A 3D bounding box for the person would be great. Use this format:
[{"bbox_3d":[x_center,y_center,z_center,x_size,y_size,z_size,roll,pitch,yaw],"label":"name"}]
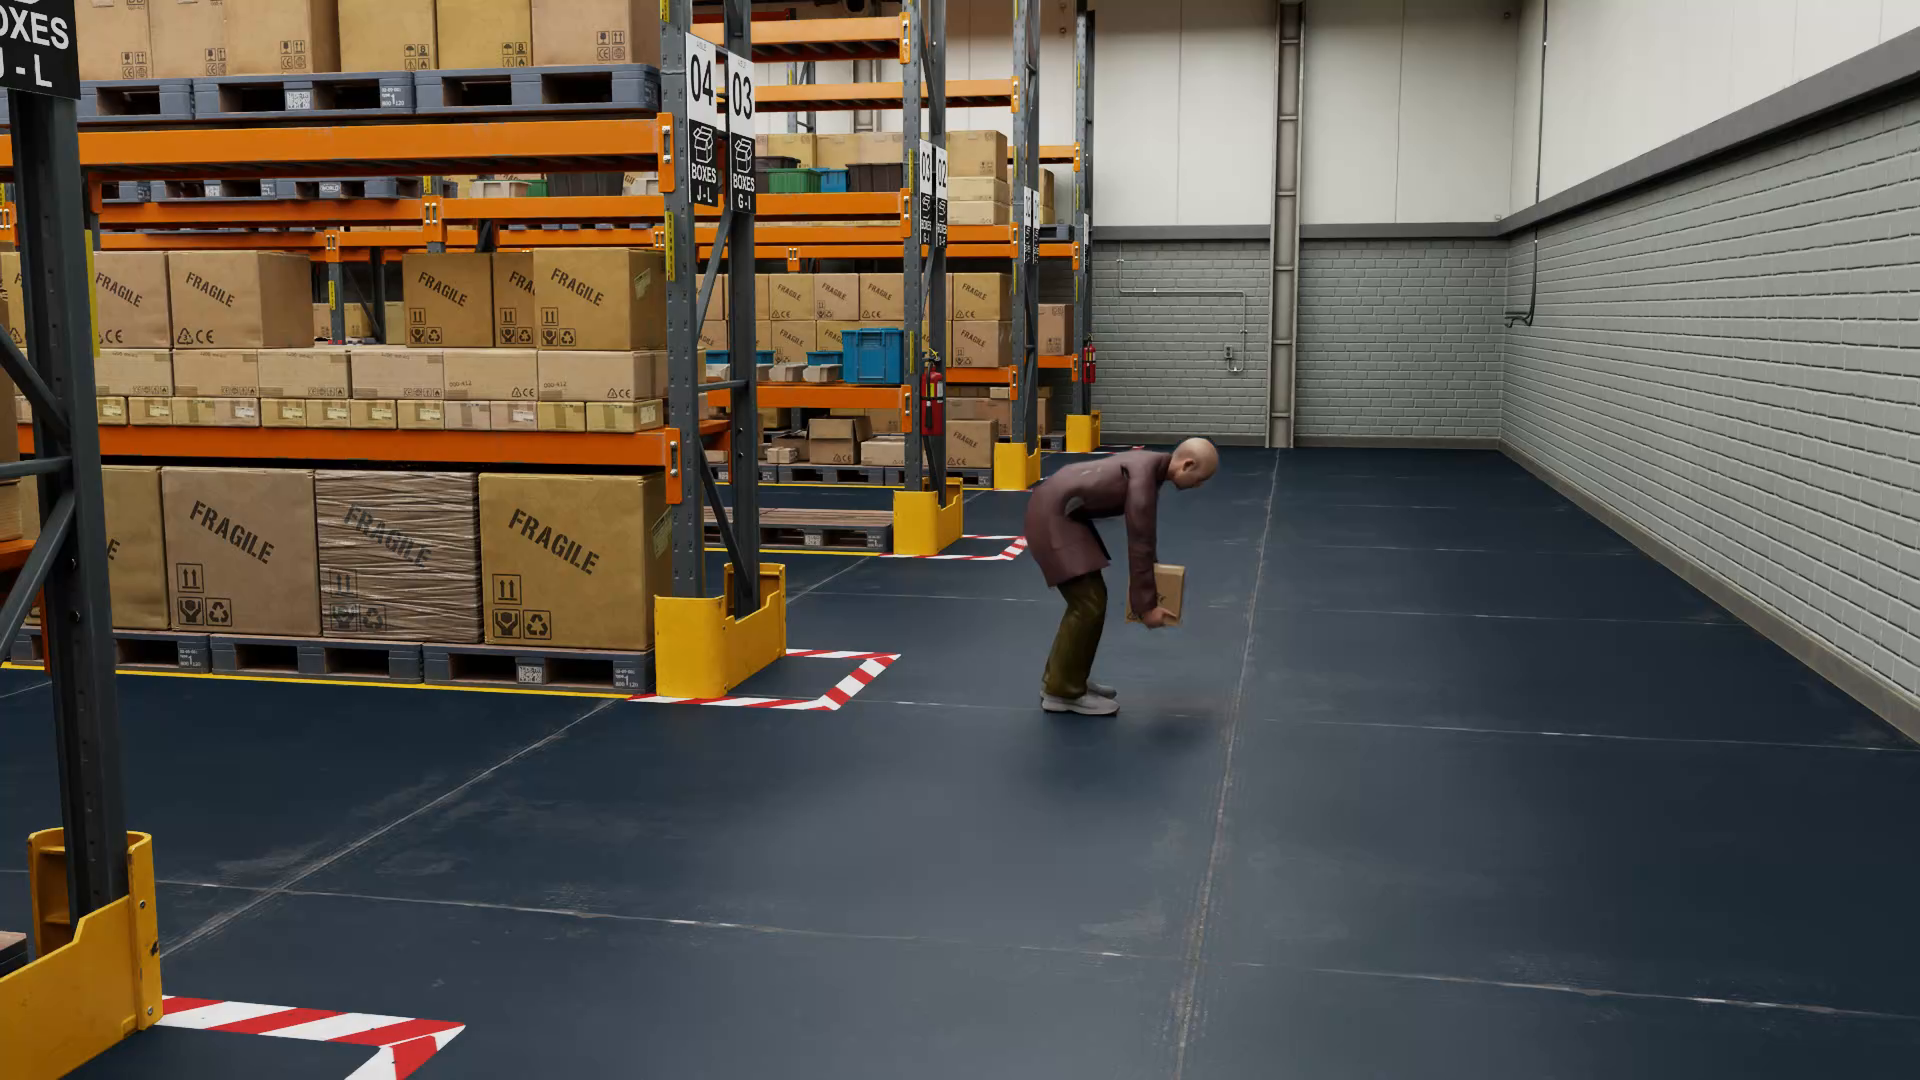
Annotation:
[{"bbox_3d":[0.758,0.163,7.912,0.914,1.310,0.553,1,8,10],"label":"person"}]
